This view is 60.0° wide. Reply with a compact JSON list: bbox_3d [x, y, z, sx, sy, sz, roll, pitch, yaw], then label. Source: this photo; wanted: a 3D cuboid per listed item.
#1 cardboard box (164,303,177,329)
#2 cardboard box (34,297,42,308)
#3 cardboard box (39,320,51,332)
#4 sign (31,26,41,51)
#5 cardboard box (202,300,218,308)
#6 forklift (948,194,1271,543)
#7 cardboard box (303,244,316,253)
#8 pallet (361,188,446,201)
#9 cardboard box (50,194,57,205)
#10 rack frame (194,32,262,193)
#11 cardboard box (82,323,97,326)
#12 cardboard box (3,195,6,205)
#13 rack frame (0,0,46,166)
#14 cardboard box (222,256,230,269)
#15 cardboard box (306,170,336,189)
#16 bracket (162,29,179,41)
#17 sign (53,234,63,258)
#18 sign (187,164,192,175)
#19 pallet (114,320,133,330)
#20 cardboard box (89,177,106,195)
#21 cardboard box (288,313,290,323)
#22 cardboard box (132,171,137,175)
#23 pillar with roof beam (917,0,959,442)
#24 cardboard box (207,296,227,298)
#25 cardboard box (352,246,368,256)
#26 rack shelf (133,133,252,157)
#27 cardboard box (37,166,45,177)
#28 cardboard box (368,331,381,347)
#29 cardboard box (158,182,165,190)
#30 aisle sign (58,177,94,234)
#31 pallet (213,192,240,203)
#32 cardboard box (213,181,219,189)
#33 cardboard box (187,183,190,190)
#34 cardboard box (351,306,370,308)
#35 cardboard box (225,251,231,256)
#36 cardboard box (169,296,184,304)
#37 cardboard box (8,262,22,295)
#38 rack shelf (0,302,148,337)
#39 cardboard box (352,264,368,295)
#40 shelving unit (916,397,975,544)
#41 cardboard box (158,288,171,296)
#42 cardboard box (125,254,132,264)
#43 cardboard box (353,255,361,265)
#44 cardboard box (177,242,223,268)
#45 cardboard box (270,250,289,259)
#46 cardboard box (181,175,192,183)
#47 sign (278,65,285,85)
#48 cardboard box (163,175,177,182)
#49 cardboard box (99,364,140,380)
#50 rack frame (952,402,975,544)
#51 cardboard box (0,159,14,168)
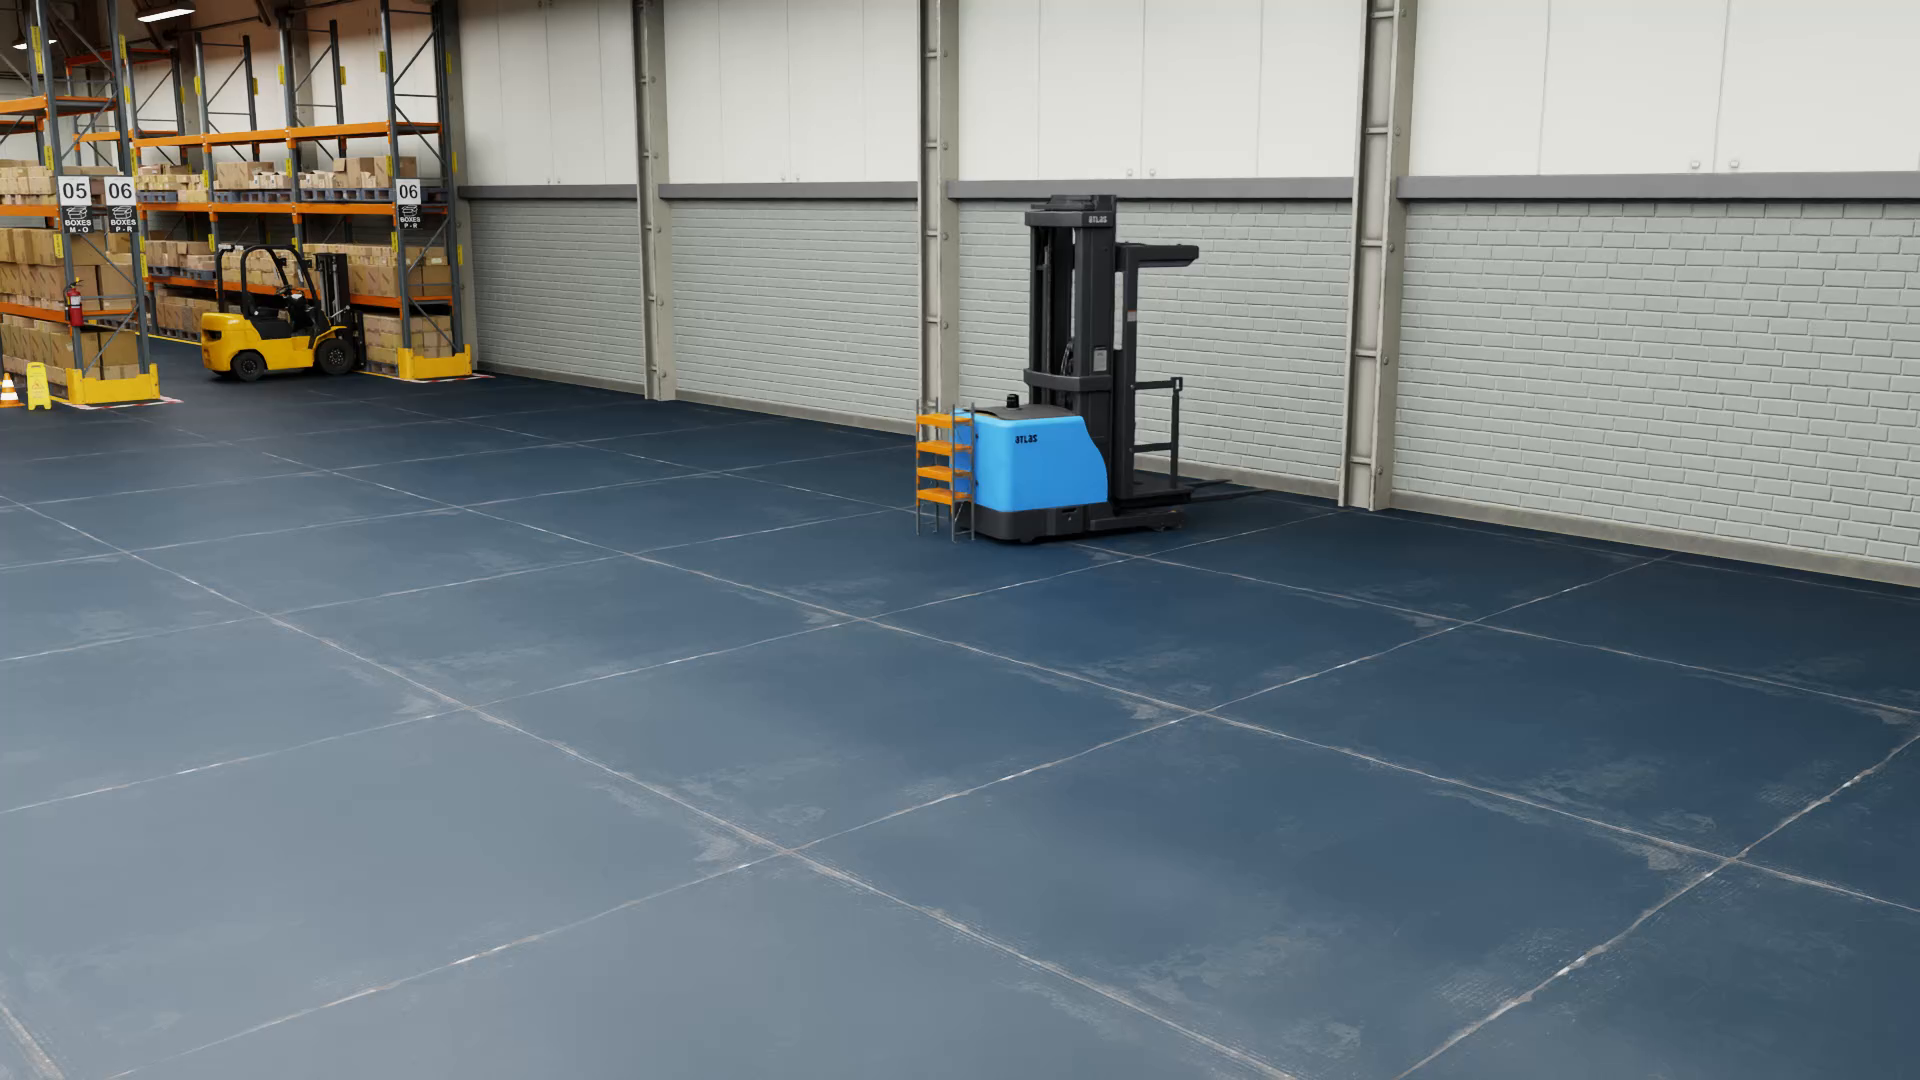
[{"bbox_3d":[-16.455,-4.746,35.170,0.500,0.500,0.500,-11,16,-43],"label":"cardboard box"},{"bbox_3d":[-13.649,-3.578,24.969,0.380,0.149,0.250,-11,16,-43],"label":"cardboard box"},{"bbox_3d":[-13.517,-3.206,24.845,0.380,0.149,0.250,-11,16,-42],"label":"cardboard box"},{"bbox_3d":[-12.717,-6.899,22.888,0.100,0.325,0.005,-11,16,-43],"label":"sign"},{"bbox_3d":[-15.124,-4.775,33.703,0.250,0.149,0.380,11,16,43],"label":"cardboard box"},{"bbox_3d":[1.435,-1.599,14.908,3.031,2.935,1.130,-6,13,-28],"label":"forklift"},{"bbox_3d":[-11.471,-5.200,29.626,0.380,0.149,0.250,-10,16,-41],"label":"cardboard box"},{"bbox_3d":[-9.184,-5.725,27.549,1.003,0.211,1.213,-11,16,-43],"label":"pallet"},{"bbox_3d":[-12.751,-4.859,23.751,0.380,0.149,0.250,-11,16,-42],"label":"cardboard box"},{"bbox_3d":[-14.239,-8.298,32.386,1.000,3.000,0.127,-11,16,-43],"label":"rack frame"},{"bbox_3d":[-13.756,-3.112,26.000,0.500,0.500,0.500,-10,15,-40],"label":"cardboard box"},{"bbox_3d":[-14.491,-5.241,25.606,0.380,0.149,0.250,-10,15,-41],"label":"cardboard box"},{"bbox_3d":[-15.064,-7.022,26.193,1.000,3.000,0.127,-11,16,-43],"label":"rack frame"},{"bbox_3d":[-14.128,-5.429,32.460,0.500,0.250,0.500,-11,16,-43],"label":"cardboard box"},{"bbox_3d":[-11.079,-6.300,29.058,0.500,0.311,0.500,-10,16,-41],"label":"cardboard box"},{"bbox_3d":[-16.801,-10.762,35.425,0.235,0.232,0.430,-11,16,-43],"label":"bracket"},{"bbox_3d":[-12.717,-4.147,23.455,0.100,0.325,0.005,-11,16,-43],"label":"sign"},{"bbox_3d":[-16.603,-7.936,35.808,0.100,0.325,0.005,-11,16,-43],"label":"sign"},{"bbox_3d":[-18.322,-4.856,37.458,1.003,0.211,1.213,-11,16,-43],"label":"pallet"},{"bbox_3d":[-12.457,-5.152,24.184,0.500,0.250,0.500,-11,16,-44],"label":"cardboard box"},{"bbox_3d":[-11.845,-3.893,30.717,0.875,0.625,0.625,-10,15,-40],"label":"cardboard box"},{"bbox_3d":[-17.524,-7.770,35.652,0.500,0.250,0.500,-11,16,-42],"label":"cardboard box"},{"bbox_3d":[-3.370,-5.006,16.410,9.100,9.000,0.400,-11,16,-43],"label":"pillar with roof beam"},{"bbox_3d":[-15.614,-5.046,35.016,0.380,0.149,0.250,-11,16,-42],"label":"cardboard box"},{"bbox_3d":[-10.068,-4.900,28.167,0.380,0.149,0.250,-10,16,-41],"label":"cardboard box"},{"bbox_3d":[-15.620,-8.041,33.916,1.077,0.370,4.000,-11,16,-43],"label":"rack shelf"},{"bbox_3d":[-13.089,-5.322,24.024,0.380,0.149,0.250,-11,16,-43],"label":"cardboard box"},{"bbox_3d":[-9.615,-3.398,28.005,0.500,0.250,0.500,-11,16,-43],"label":"cardboard box"},{"bbox_3d":[-16.207,-7.258,34.107,0.380,0.149,0.250,-10,16,-41],"label":"cardboard box"},{"bbox_3d":[-12.469,-4.724,23.462,0.394,0.787,0.004,-11,16,-43],"label":"aisle sign"},{"bbox_3d":[-13.706,-6.650,32.288,1.213,0.211,1.003,-10,15,-40],"label":"pallet"},{"bbox_3d":[-14.218,-6.876,32.208,0.380,0.166,0.250,-11,16,-43],"label":"cardboard box"},{"bbox_3d":[-15.325,-7.125,33.509,0.380,0.149,0.250,-11,16,-42],"label":"cardboard box"},{"bbox_3d":[-10.997,-4.080,30.075,0.500,0.250,0.500,-10,16,-41],"label":"cardboard box"},{"bbox_3d":[-14.047,-5.600,32.303,0.380,0.149,0.250,-10,16,-41],"label":"cardboard box"},{"bbox_3d":[-16.514,-5.087,35.218,0.250,0.149,0.380,11,16,42],"label":"cardboard box"},{"bbox_3d":[-14.261,-4.030,25.554,0.500,0.500,0.500,-11,16,-43],"label":"cardboard box"},{"bbox_3d":[-13.683,-3.439,25.454,1.077,0.370,4.000,-11,16,-43],"label":"rack shelf"},{"bbox_3d":[-9.950,-4.428,28.222,0.500,0.500,0.500,-11,16,-44],"label":"cardboard box"},{"bbox_3d":[-0.129,-0.610,14.398,0.258,1.200,0.503,-10,15,-39],"label":"shelving unit"},{"bbox_3d":[-16.902,-5.307,35.546,0.380,0.149,0.250,-11,16,-44],"label":"cardboard box"},{"bbox_3d":[-17.886,-6.127,36.351,0.500,0.250,0.500,-11,16,-42],"label":"cardboard box"},{"bbox_3d":[-10.060,-4.754,28.197,0.380,0.149,0.250,-11,16,-42],"label":"cardboard box"},{"bbox_3d":[-15.500,-5.828,33.970,0.637,0.503,0.797,11,16,44],"label":"cardboard box"},{"bbox_3d":[-12.473,-5.259,30.651,0.250,0.149,0.380,11,16,43],"label":"cardboard box"},{"bbox_3d":[-15.411,-7.258,33.419,0.380,0.149,0.250,-11,16,-44],"label":"cardboard box"},{"bbox_3d":[-11.861,-8.133,29.075,0.100,0.325,0.005,-11,16,-43],"label":"sign"},{"bbox_3d":[-16.007,-7.368,33.906,0.380,0.149,0.250,-11,16,-42],"label":"cardboard box"},{"bbox_3d":[-12.659,-2.515,24.958,0.500,0.250,0.500,-11,16,-43],"label":"cardboard box"},{"bbox_3d":[0.027,-0.572,14.214,0.240,1.200,0.015,-10,15,-39],"label":"rack frame"},{"bbox_3d":[-15.557,-5.997,26.742,0.500,0.250,0.500,-10,16,-41],"label":"cardboard box"}]
